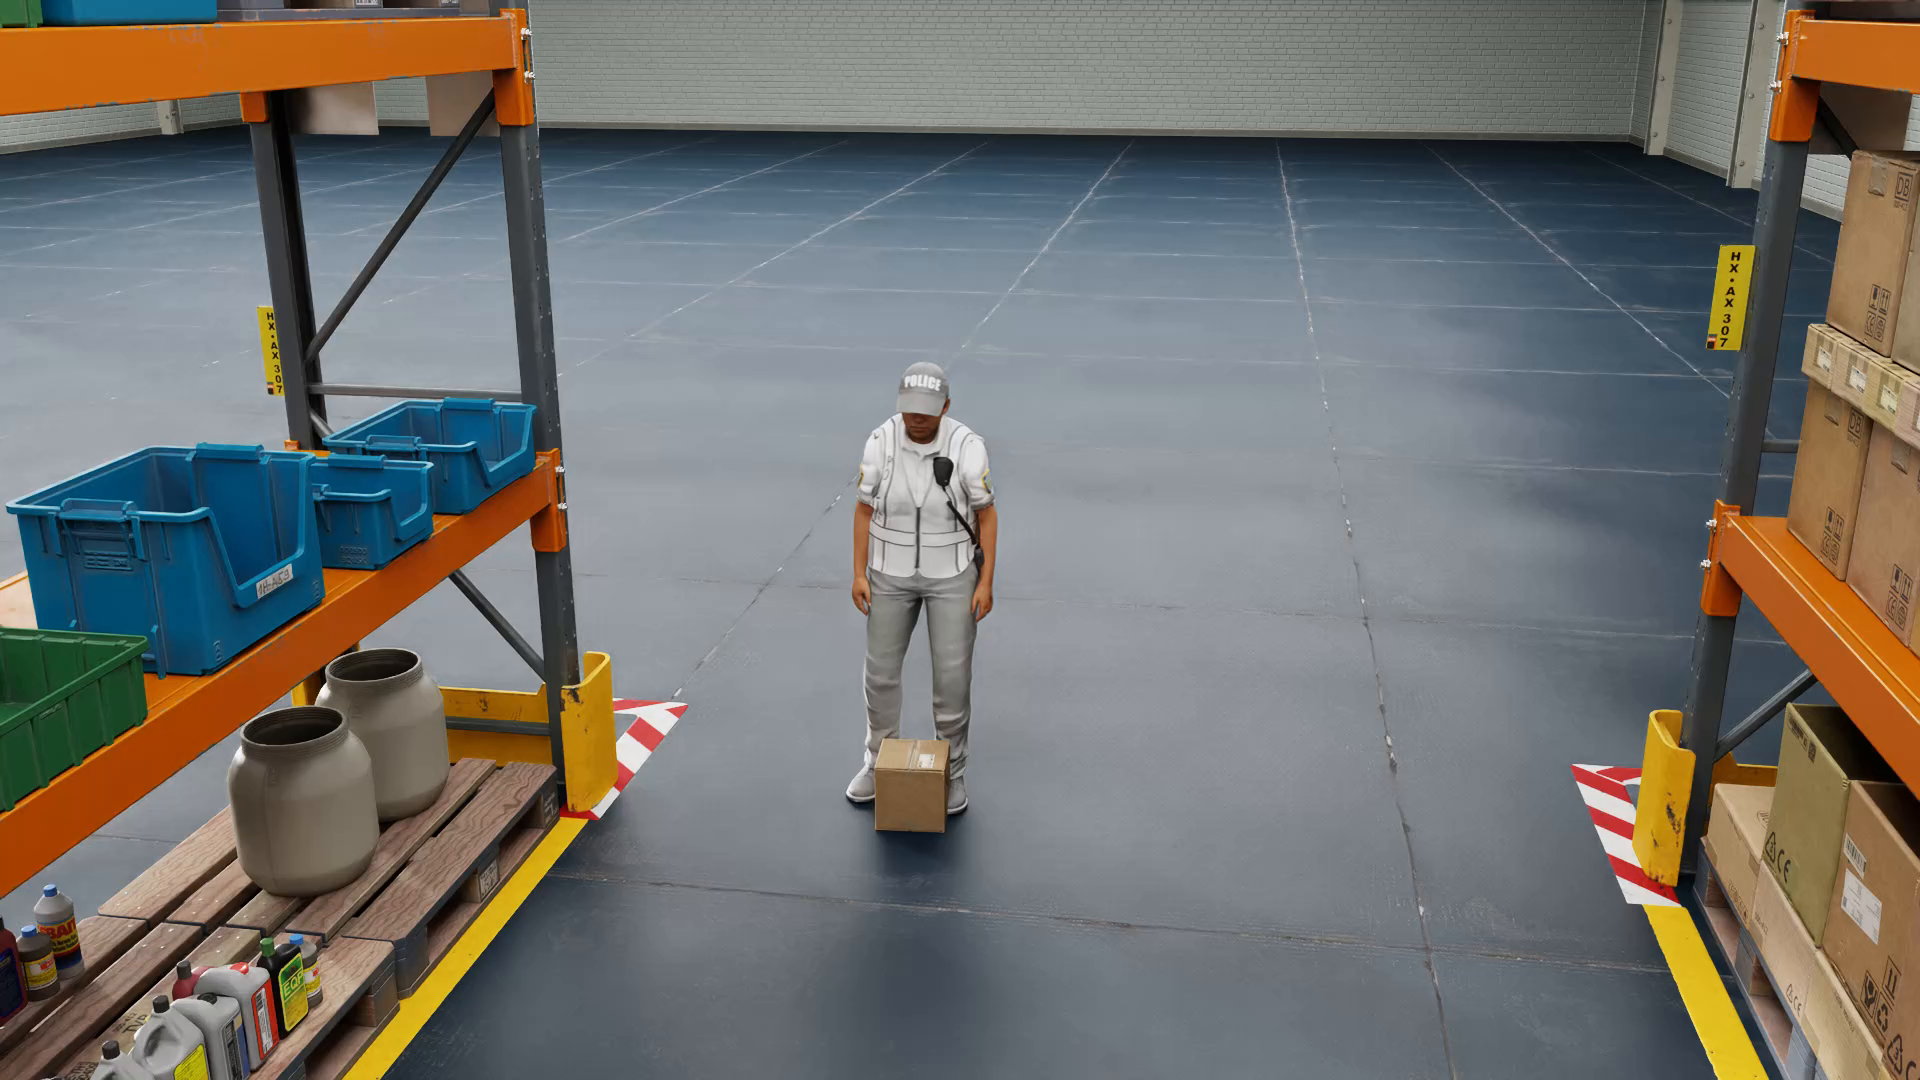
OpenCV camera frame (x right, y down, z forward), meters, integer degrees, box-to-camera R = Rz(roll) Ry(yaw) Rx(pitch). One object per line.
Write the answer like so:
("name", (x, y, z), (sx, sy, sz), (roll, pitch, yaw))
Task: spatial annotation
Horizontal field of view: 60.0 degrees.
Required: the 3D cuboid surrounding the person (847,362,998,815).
("person", (-0.143, 0.157, 6.061), (0.547, 1.666, 0.473), (3, 18, 8))
